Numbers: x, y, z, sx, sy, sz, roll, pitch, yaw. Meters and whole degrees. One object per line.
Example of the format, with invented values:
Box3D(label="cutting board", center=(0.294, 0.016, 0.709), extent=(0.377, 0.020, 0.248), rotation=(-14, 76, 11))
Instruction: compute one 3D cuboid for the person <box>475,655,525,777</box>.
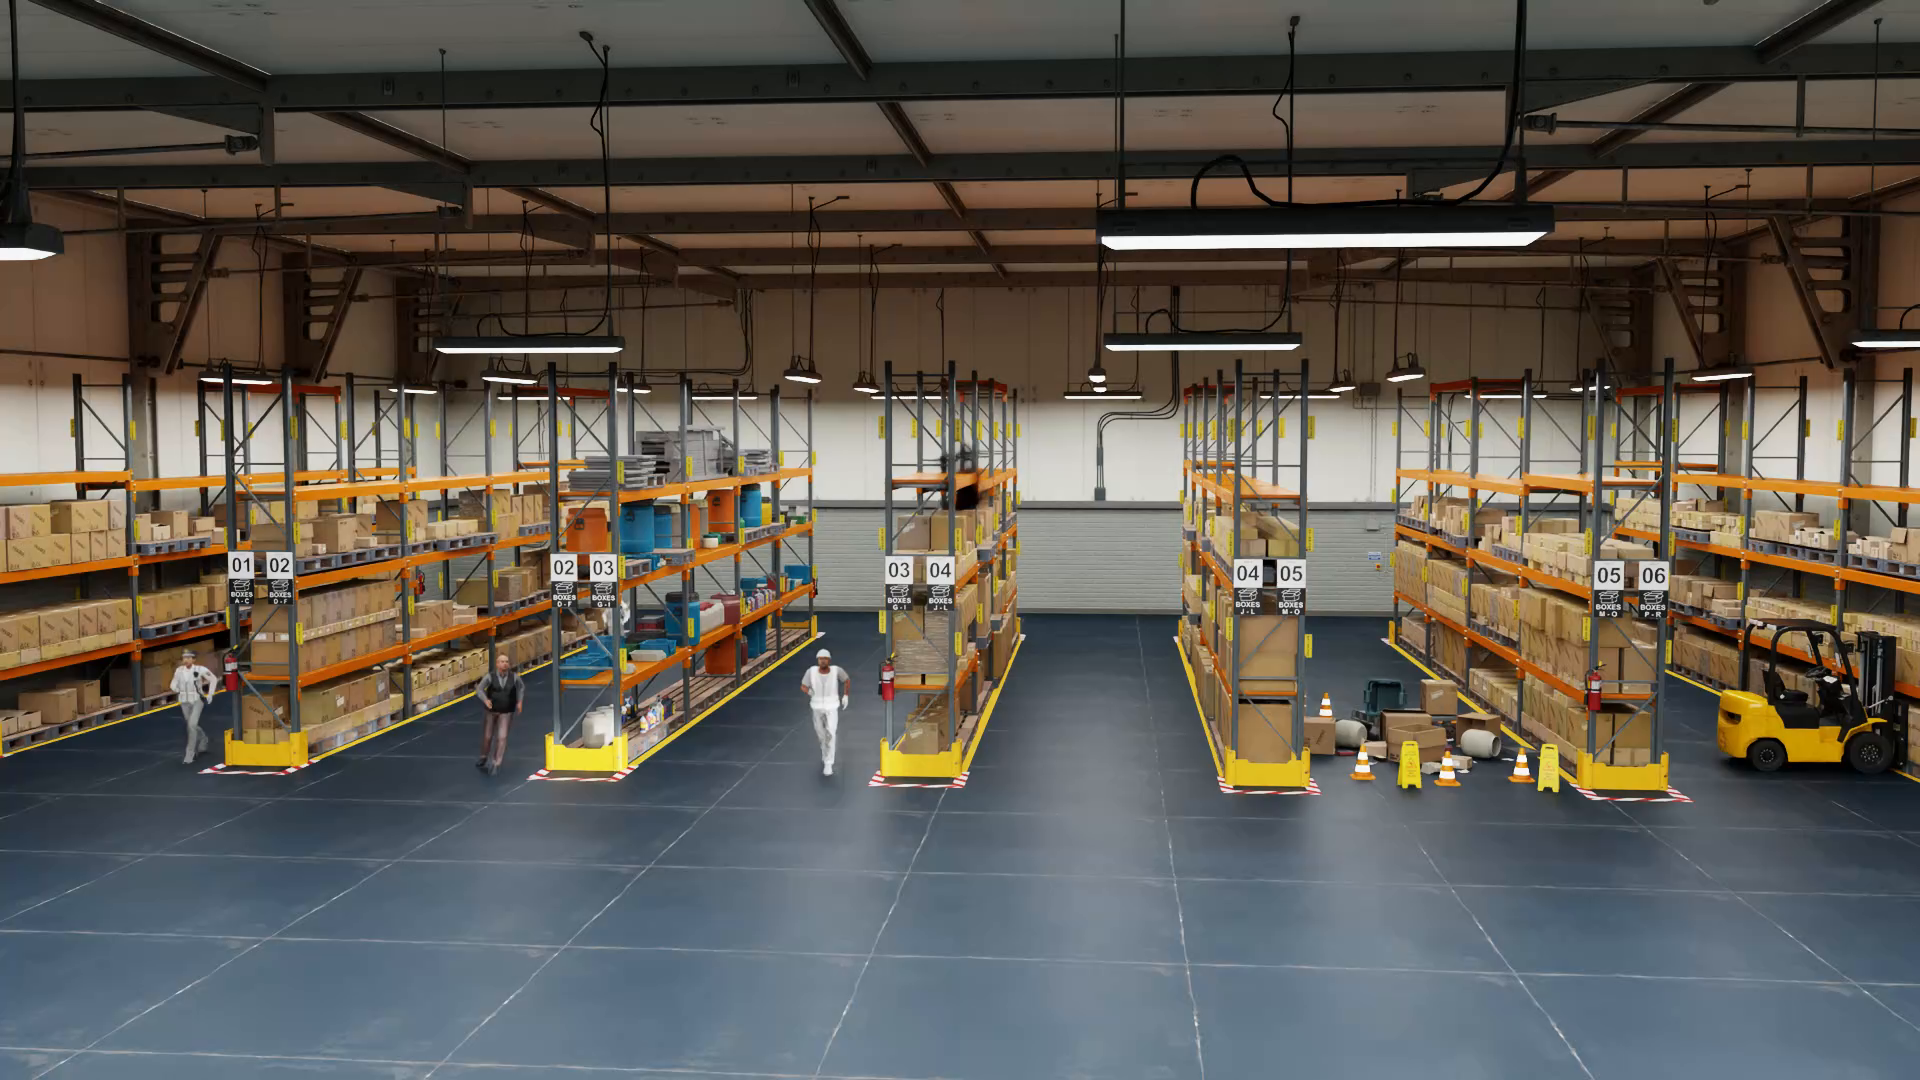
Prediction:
Box3D(label="person", center=(-6.748, 2.559, 24.392), extent=(0.733, 1.748, 0.754), rotation=(-1, 4, -15))

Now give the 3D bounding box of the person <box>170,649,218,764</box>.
Box3D(label="person", center=(-11.723, 2.499, 25.405), extent=(0.638, 1.718, 0.893), rotation=(0, 4, 2))

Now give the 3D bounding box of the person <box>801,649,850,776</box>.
Box3D(label="person", center=(-1.998, 2.502, 24.579), extent=(0.704, 1.809, 0.940), rotation=(0, 4, 5))

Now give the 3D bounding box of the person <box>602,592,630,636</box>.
Box3D(label="person", center=(-7.316, 1.854, 35.356), extent=(0.614, 1.641, 0.580), rotation=(0, 4, 0))
